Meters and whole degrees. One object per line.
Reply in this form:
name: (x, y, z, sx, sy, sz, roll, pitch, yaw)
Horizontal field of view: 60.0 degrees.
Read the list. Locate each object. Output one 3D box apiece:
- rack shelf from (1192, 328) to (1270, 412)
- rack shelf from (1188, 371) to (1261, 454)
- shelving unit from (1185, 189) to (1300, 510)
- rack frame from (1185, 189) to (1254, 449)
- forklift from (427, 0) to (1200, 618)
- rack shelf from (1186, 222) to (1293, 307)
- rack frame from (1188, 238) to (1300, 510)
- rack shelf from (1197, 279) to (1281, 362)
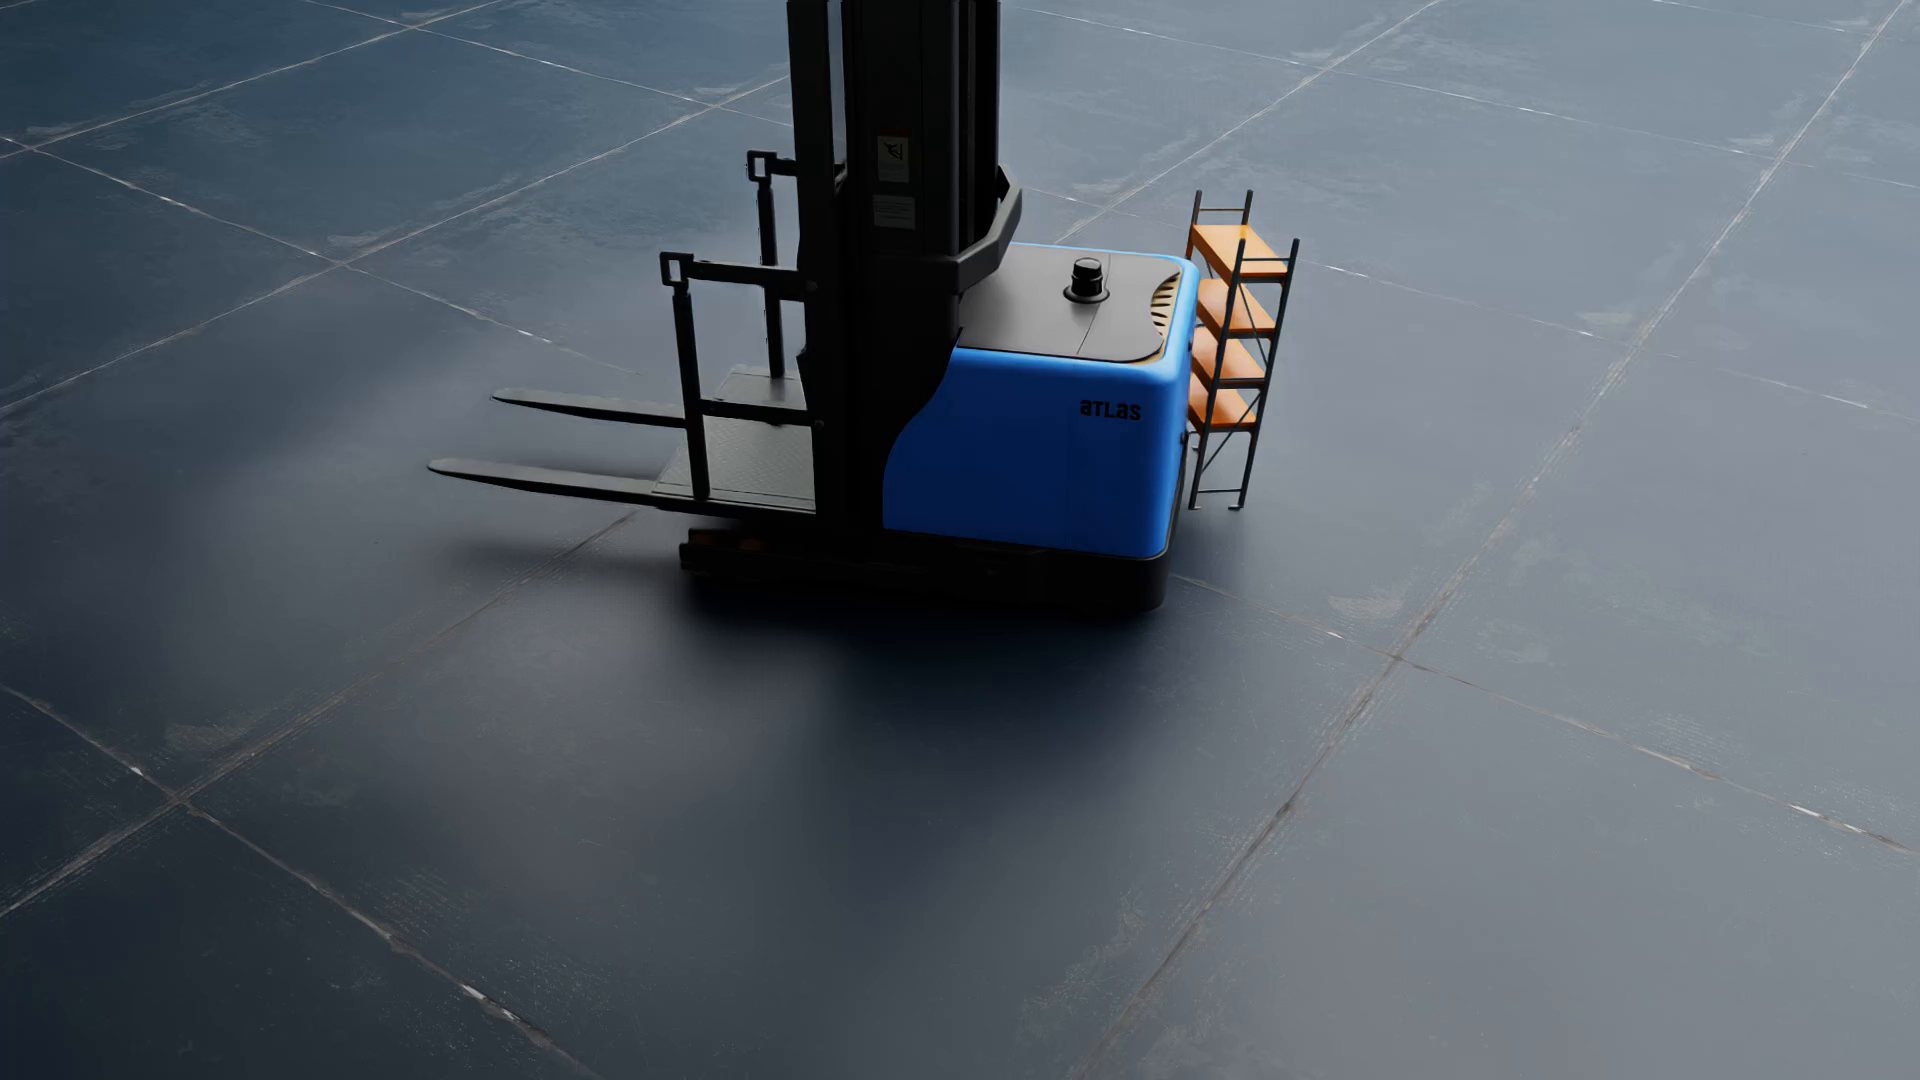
rack shelf: (1.058, -0.712, 6.833, 0.258, 0.148, 0.480, -3, 34, -13)
rack shelf: (1.041, -0.546, 6.941, 0.258, 0.148, 0.480, -3, 34, -13)
shelving unit: (1.064, -0.768, 6.796, 0.258, 1.200, 0.503, -3, 34, -13)
rack frame: (1.011, -0.902, 6.994, 0.240, 1.200, 0.015, -3, 34, -13)
forklift: (-0.628, -1.333, 6.104, 3.031, 2.935, 1.130, 7, 35, 10)
rack shelf: (1.099, -1.097, 6.583, 0.258, 0.148, 0.480, -3, 34, -13)
rack frame: (1.117, -0.635, 6.599, 0.240, 1.200, 0.015, -3, 34, -13)
rack shelf: (1.078, -0.899, 6.712, 0.258, 0.148, 0.480, -3, 34, -13)
